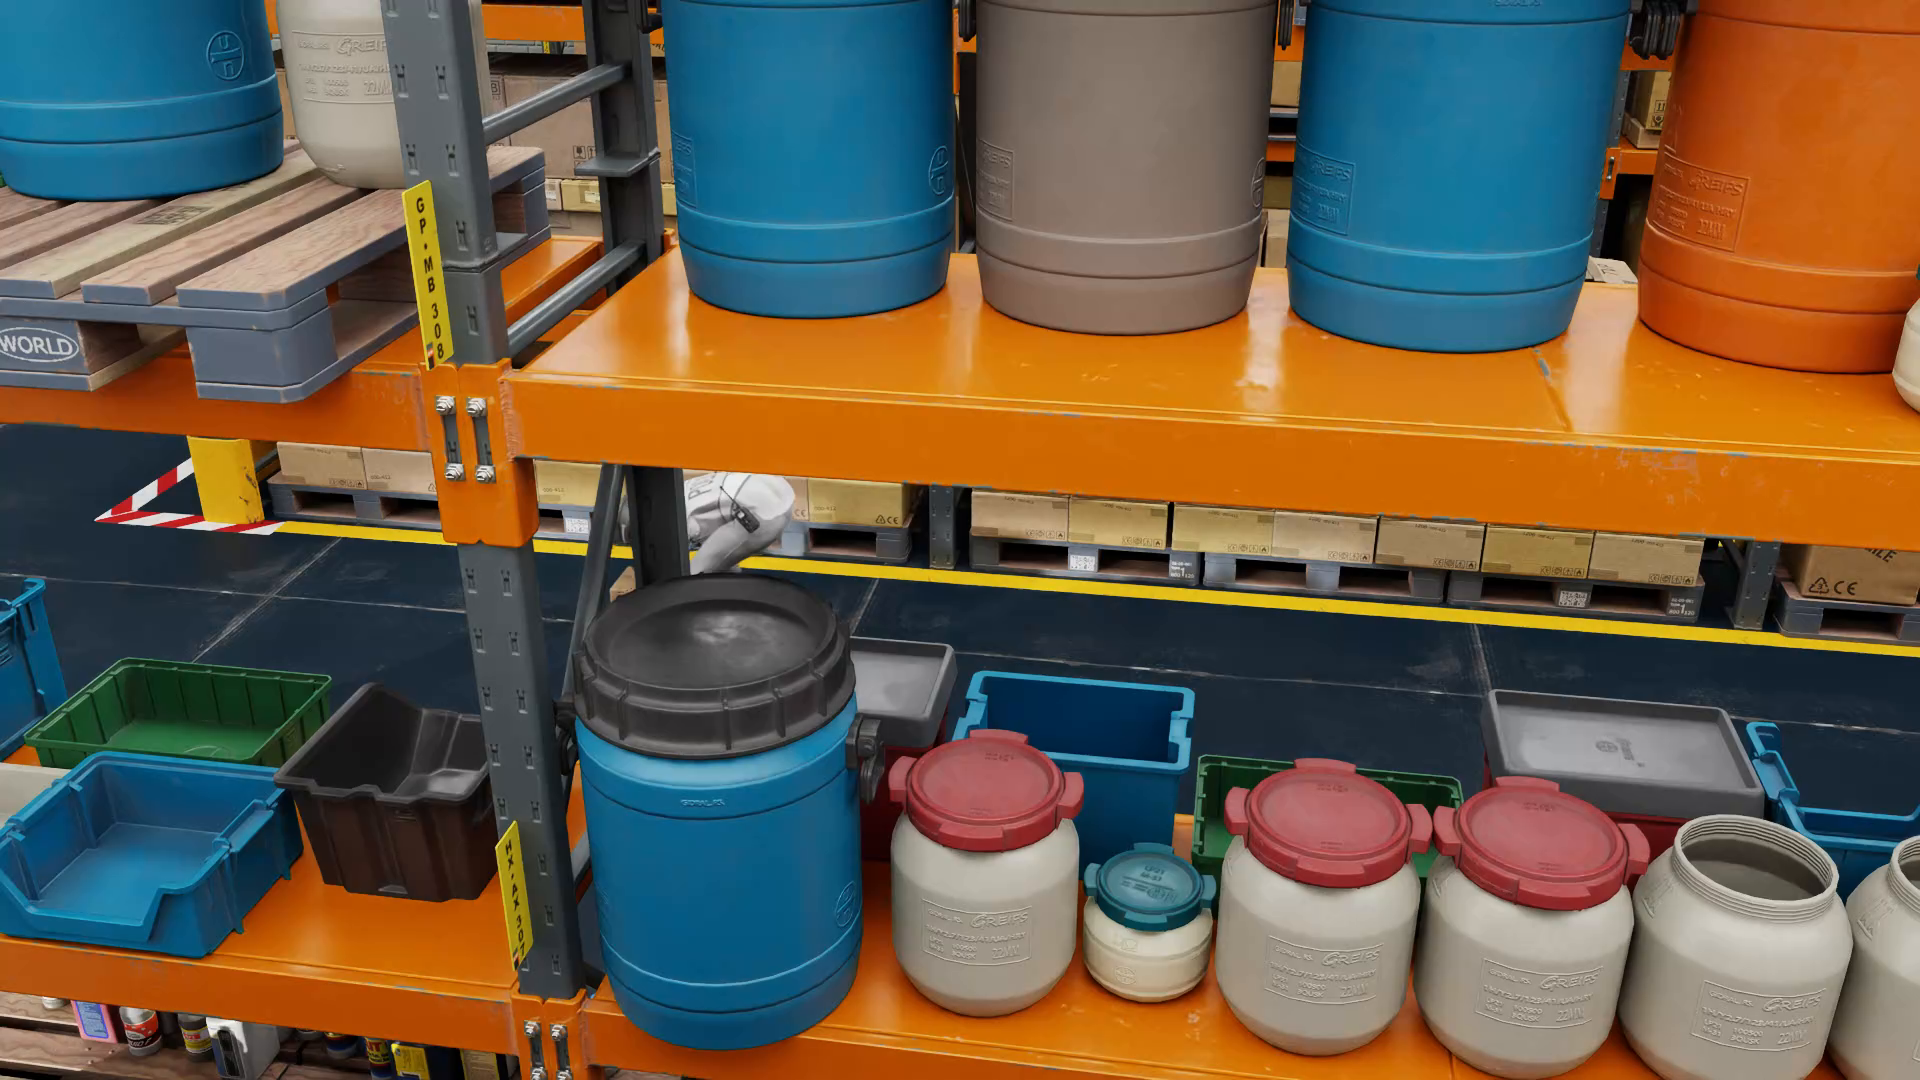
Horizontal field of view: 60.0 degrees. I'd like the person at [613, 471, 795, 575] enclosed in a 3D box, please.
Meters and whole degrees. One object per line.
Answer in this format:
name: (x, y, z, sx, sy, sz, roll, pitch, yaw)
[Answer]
person: (-1.203, 0.097, 7.780, 0.880, 0.919, 0.438, 3, 25, 6)
